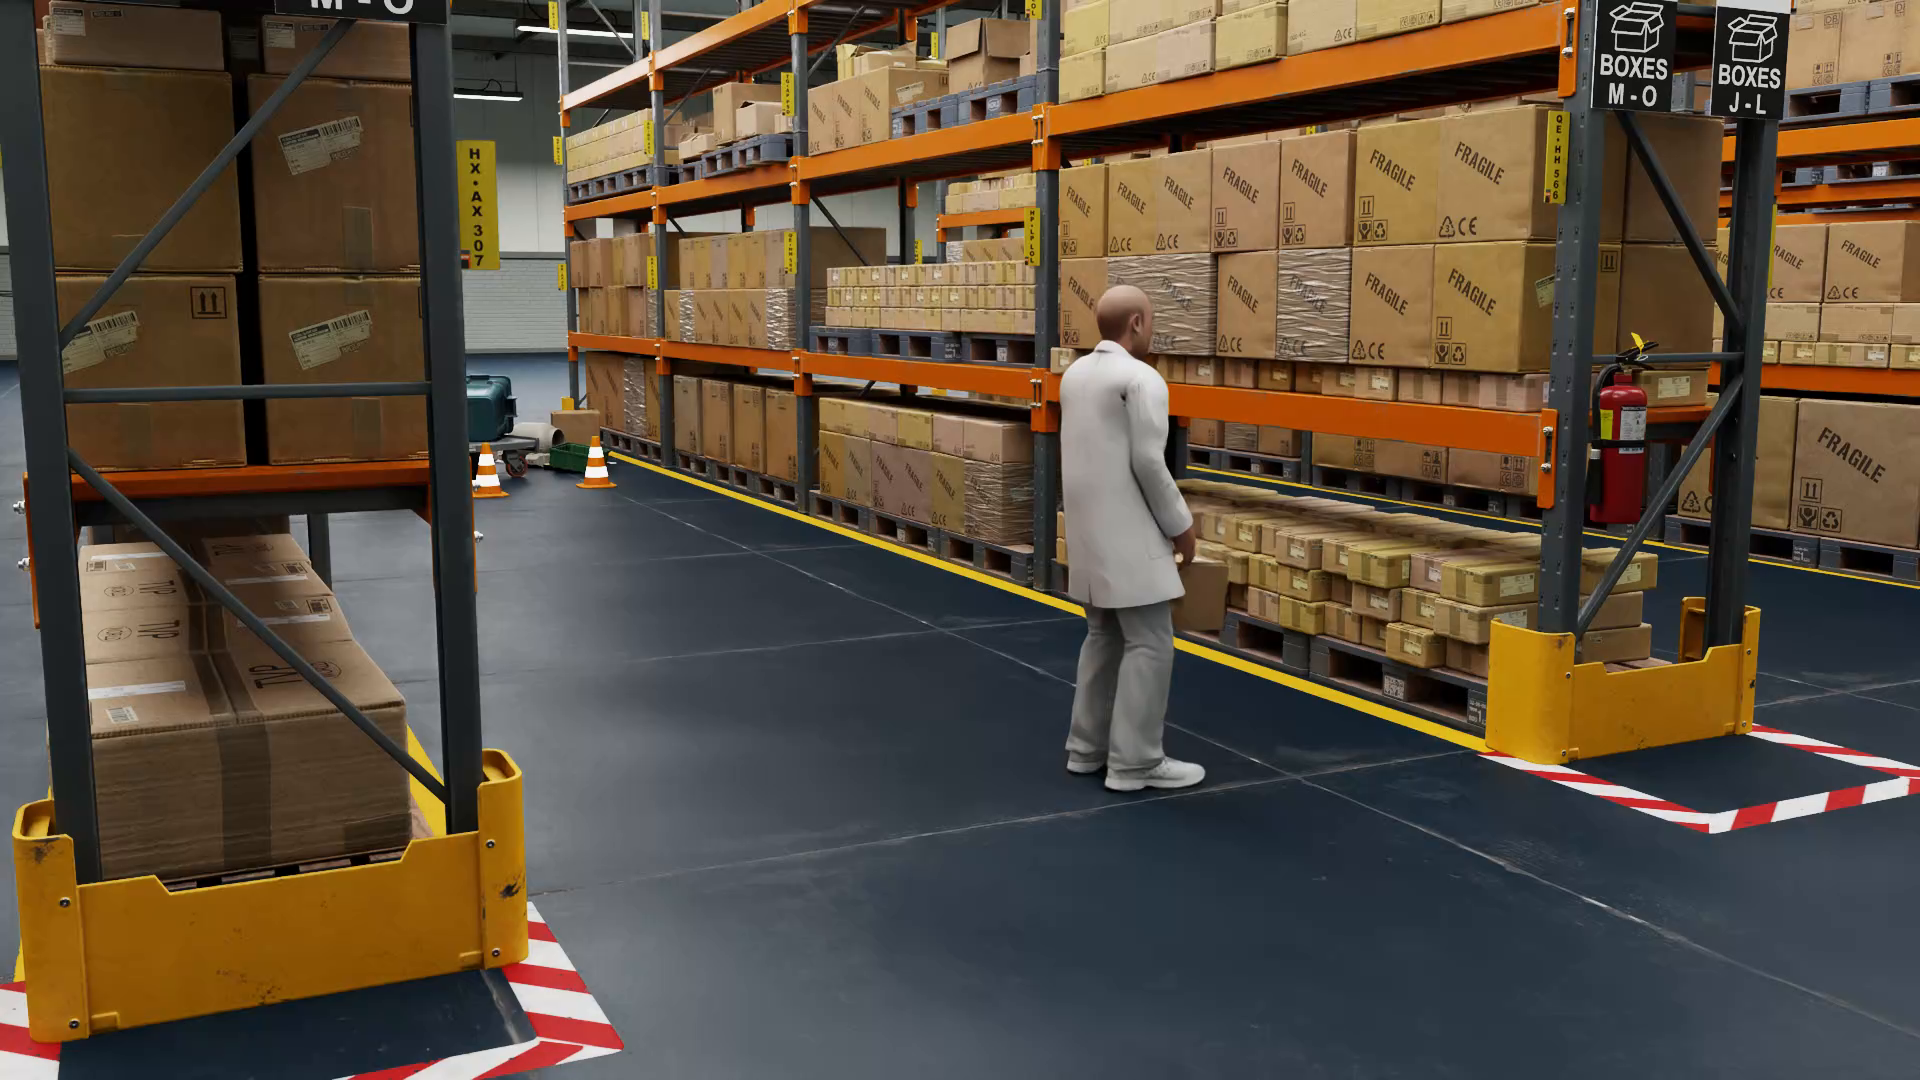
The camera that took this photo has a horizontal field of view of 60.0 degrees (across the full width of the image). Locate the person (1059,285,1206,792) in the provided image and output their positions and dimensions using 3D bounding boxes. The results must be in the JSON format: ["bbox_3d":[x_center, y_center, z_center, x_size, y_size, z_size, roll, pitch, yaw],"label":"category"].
[{"bbox_3d":[3.079,-1.201,14.058,12.384,1.779,12.739,-4,9,-27],"label":"person"}]
